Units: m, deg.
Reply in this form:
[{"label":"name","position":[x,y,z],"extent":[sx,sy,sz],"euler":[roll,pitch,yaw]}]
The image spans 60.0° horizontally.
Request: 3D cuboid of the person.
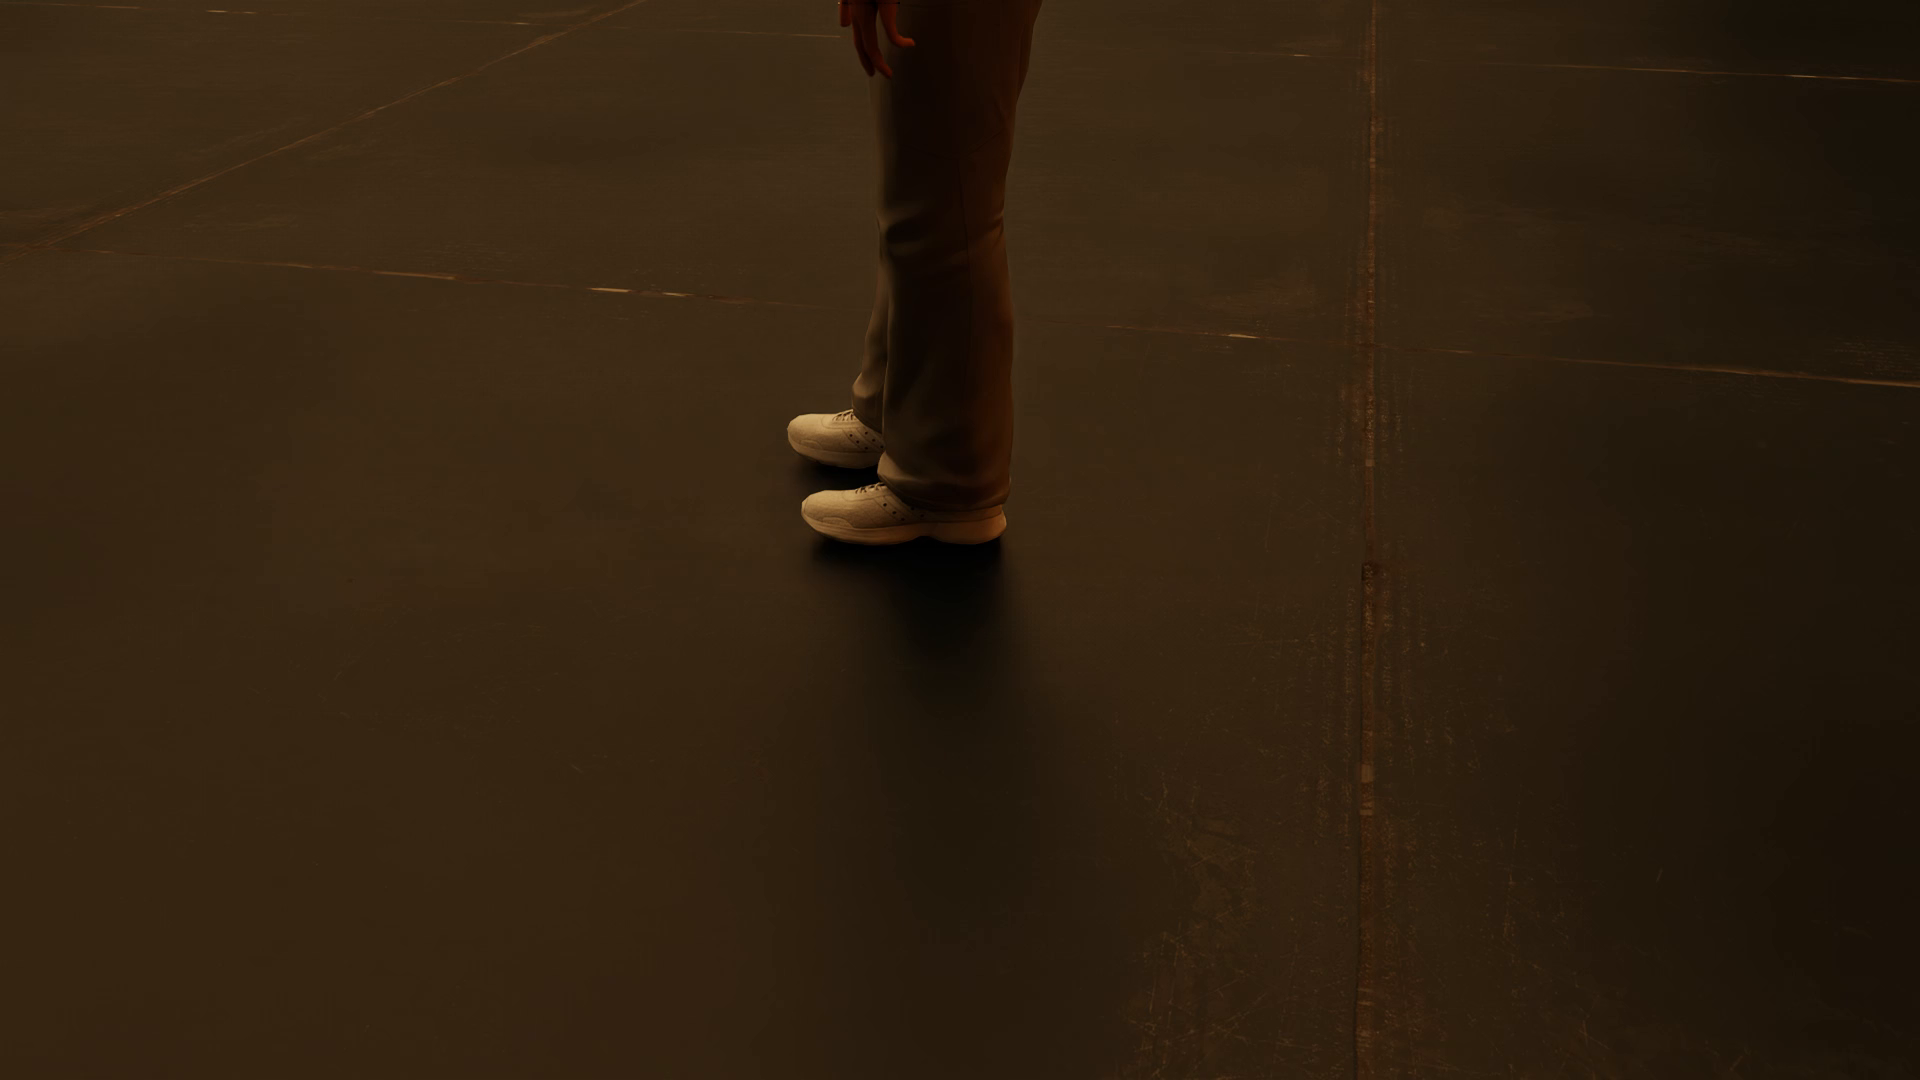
[{"label":"person","position":[-0.069,-0.767,2.145],"extent":[0.549,1.675,0.550],"euler":[6,27,11]}]
